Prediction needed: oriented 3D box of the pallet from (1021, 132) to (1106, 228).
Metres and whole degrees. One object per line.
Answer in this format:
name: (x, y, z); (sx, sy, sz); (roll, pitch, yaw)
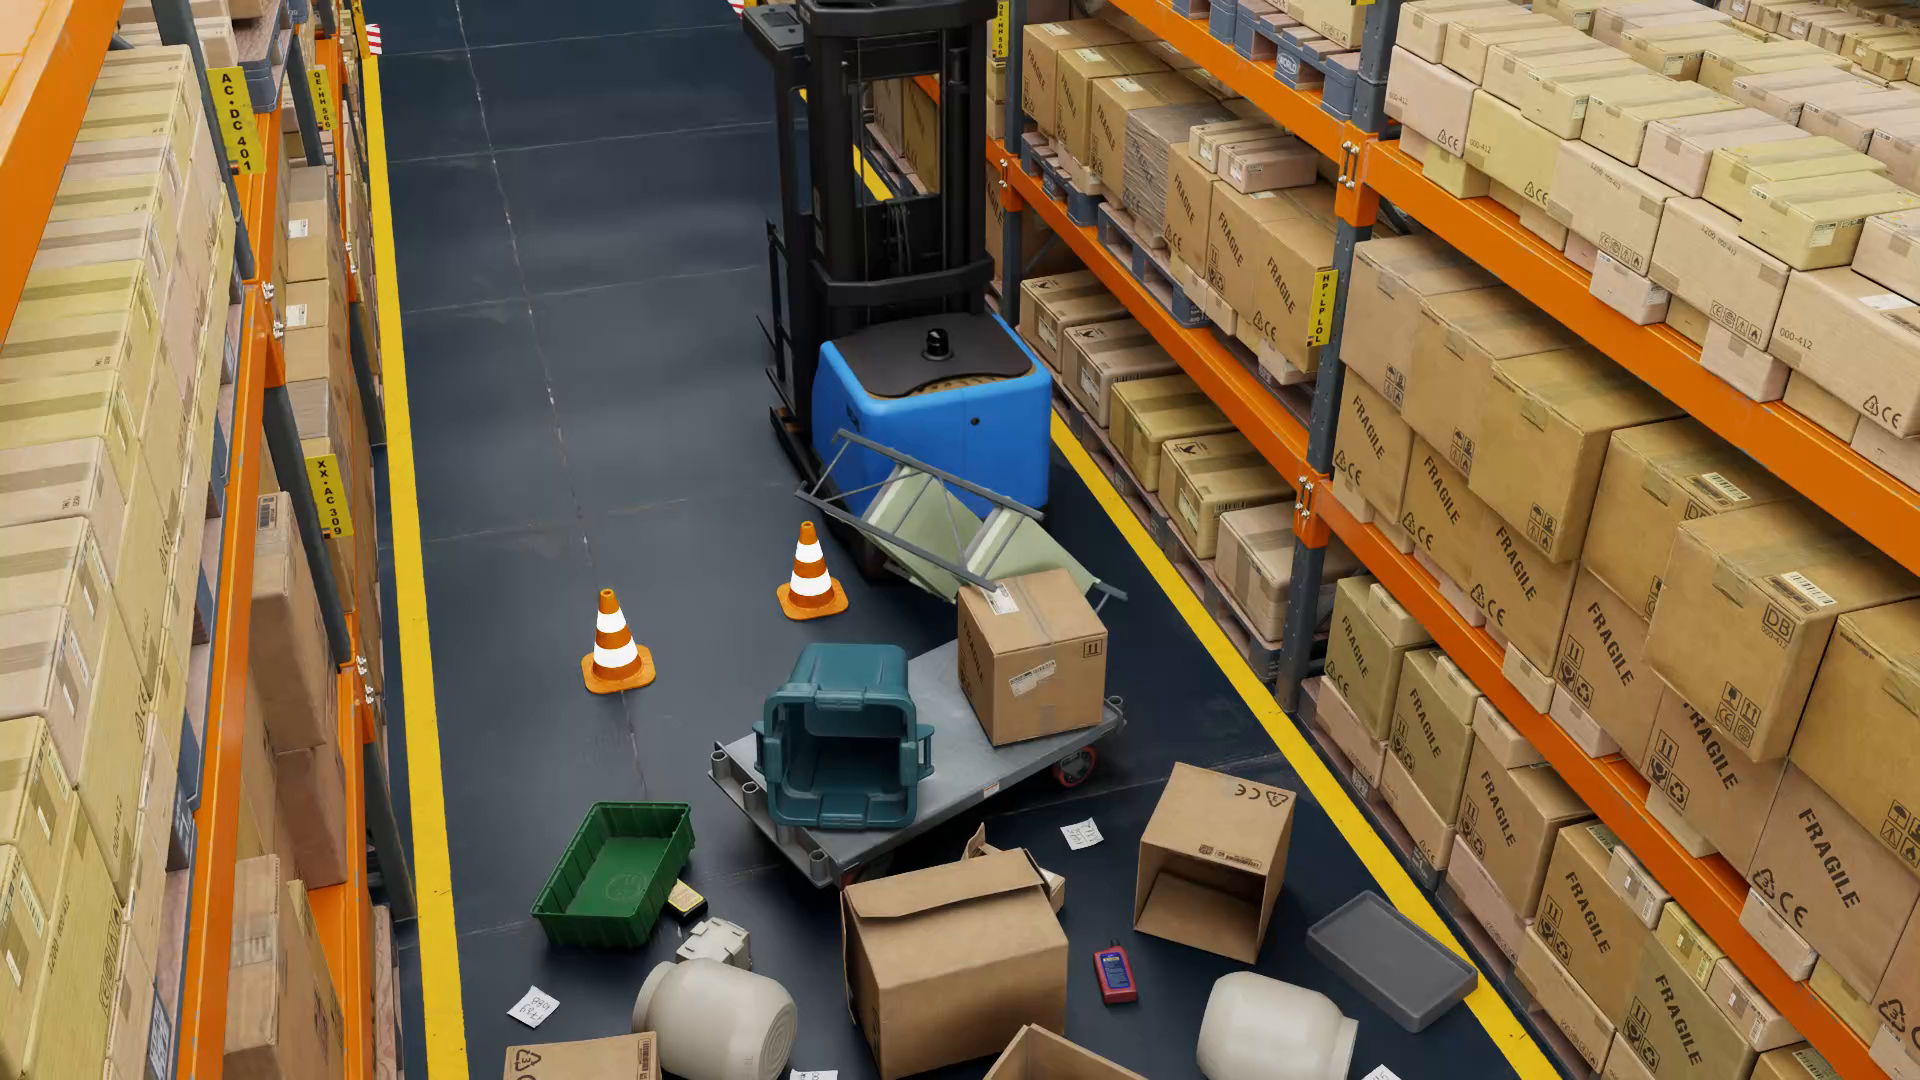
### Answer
pallet: (1.088, -2.208, 9.865); (1.213, 0.211, 1.003); (-10, 35, -15)

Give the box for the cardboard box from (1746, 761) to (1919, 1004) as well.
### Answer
cardboard box: (2.633, 0.888, 4.645); (0.500, 0.500, 0.500); (-10, 35, -15)

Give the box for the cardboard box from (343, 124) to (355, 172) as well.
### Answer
cardboard box: (-4.523, -2.684, 11.616); (0.500, 0.250, 0.500); (-8, 34, -12)

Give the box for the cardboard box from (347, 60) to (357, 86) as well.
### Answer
cardboard box: (-5.421, -4.020, 14.368); (0.380, 0.149, 0.250); (-10, 35, -14)

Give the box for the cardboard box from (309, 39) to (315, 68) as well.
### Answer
cardboard box: (-4.505, -3.210, 11.054); (0.380, 0.149, 0.250); (-12, 35, -17)

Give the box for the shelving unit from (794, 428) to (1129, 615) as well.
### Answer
shelving unit: (-0.017, 0.017, 7.809); (1.500, 0.755, 0.431); (25, 78, 46)

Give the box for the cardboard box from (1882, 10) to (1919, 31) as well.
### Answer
cardboard box: (6.135, -3.275, 10.626); (0.380, 0.149, 0.250); (-11, 35, -16)

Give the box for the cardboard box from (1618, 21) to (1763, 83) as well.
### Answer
cardboard box: (2.440, -1.619, 5.582); (0.380, 0.149, 0.250); (-9, 35, -14)

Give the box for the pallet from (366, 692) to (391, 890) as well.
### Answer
pallet: (-3.002, 1.112, 7.195); (1.003, 0.211, 1.213); (-10, 35, -15)

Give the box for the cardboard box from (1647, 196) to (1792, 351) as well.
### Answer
cardboard box: (2.325, -0.781, 4.676); (0.500, 0.250, 0.500); (-10, 35, -14)

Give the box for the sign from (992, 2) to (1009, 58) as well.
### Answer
sign: (0.241, -3.033, 9.888); (0.100, 0.325, 0.005); (-10, 35, -15)

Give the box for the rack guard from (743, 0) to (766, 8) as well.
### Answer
rack guard: (-1.679, -5.815, 17.415); (1.175, 0.500, 0.348); (-10, 35, -15)

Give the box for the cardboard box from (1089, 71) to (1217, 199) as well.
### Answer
cardboard box: (1.020, -2.160, 8.877); (0.500, 0.500, 0.500); (-9, 35, -14)

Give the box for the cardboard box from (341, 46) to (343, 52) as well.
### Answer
cardboard box: (-5.495, -4.134, 14.270); (0.380, 0.149, 0.250); (-10, 35, -14)

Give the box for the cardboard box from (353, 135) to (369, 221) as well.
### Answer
cardboard box: (-4.669, -2.645, 12.238); (0.500, 0.500, 0.500); (-11, 35, -16)

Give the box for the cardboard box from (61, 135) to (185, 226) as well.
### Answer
cardboard box: (-2.050, -0.821, 3.903); (0.380, 0.149, 0.250); (-9, 35, -14)

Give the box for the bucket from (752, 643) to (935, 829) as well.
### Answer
bucket: (-0.457, 0.756, 6.795); (0.726, 0.611, 0.620); (1, 23, 2)

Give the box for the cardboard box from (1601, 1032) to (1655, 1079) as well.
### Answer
cardboard box: (2.556, 1.875, 5.624); (0.500, 0.250, 0.500); (-10, 35, -15)

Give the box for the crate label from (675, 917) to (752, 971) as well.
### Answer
crate label: (-0.965, 1.617, 6.498); (0.250, 0.136, 0.298); (19, 38, 26)

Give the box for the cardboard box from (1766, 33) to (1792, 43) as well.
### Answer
cardboard box: (5.549, -3.090, 10.708); (0.500, 0.250, 0.500); (-9, 34, -13)

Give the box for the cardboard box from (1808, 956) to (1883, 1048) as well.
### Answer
cardboard box: (2.650, 1.248, 4.689); (0.380, 0.149, 0.250); (-11, 35, -16)

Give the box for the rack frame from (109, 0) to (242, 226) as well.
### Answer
rack frame: (-2.694, -2.162, 4.179); (1.000, 3.000, 0.127); (-10, 35, -15)

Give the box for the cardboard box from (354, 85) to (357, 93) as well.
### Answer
cardboard box: (-5.533, -4.035, 14.660); (0.380, 0.149, 0.250); (-9, 35, -14)

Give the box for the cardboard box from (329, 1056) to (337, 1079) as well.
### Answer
cardboard box: (-1.870, 1.591, 3.805); (0.875, 0.550, 0.550); (-10, 35, -15)

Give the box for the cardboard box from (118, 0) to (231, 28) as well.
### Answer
cardboard box: (-3.063, -2.089, 6.440); (0.396, 0.266, 0.258); (-10, 35, -15)

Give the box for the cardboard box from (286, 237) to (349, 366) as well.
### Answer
cardboard box: (-3.218, -1.085, 7.900); (0.500, 0.500, 0.500); (-11, 35, -16)

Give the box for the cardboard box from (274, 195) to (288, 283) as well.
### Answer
cardboard box: (-3.473, -1.446, 7.540); (0.700, 0.500, 0.500); (-11, 35, -15)

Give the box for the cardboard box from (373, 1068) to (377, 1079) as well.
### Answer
cardboard box: (-2.291, 1.867, 5.070); (0.875, 0.875, 0.875); (-10, 35, -14)

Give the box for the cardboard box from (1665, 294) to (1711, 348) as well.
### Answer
cardboard box: (2.321, -0.675, 4.877); (0.380, 0.149, 0.250); (-10, 35, -14)

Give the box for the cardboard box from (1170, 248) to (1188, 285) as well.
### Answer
cardboard box: (1.272, -1.377, 8.279); (0.380, 0.149, 0.250); (-10, 35, -15)

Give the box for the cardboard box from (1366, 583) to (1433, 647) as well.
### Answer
cardboard box: (1.893, 0.275, 6.777); (0.380, 0.149, 0.250); (-10, 35, -14)

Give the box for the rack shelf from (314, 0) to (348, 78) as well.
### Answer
rack shelf: (-5.745, -4.609, 13.976); (1.077, 0.370, 4.000); (-10, 35, -15)

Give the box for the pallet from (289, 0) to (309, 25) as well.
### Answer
pallet: (-3.668, -2.603, 7.738); (1.213, 0.211, 1.003); (-8, 34, -13)

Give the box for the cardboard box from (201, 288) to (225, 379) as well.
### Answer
cardboard box: (-2.044, -0.483, 4.115); (0.380, 0.149, 0.250); (-10, 35, -15)

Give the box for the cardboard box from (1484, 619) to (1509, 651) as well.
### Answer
cardboard box: (2.169, 0.308, 6.110); (0.380, 0.149, 0.250); (-10, 35, -15)

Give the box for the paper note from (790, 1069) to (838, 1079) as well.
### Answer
paper note: (-0.537, 1.988, 6.040); (0.172, 0.023, 0.155); (1, 33, 2)

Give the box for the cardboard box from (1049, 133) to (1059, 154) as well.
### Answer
cardboard box: (0.745, -2.359, 9.766); (0.380, 0.149, 0.250); (-12, 35, -18)

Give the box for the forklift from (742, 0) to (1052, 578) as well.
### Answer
forklift: (-0.500, -1.830, 9.180); (1.130, 2.935, 3.031); (-11, 35, -17)

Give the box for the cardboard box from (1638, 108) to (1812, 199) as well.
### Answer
cardboard box: (2.224, -1.129, 4.841); (0.380, 0.149, 0.250); (-11, 35, -15)

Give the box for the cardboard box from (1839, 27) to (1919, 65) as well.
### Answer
cardboard box: (5.694, -3.044, 10.276); (0.380, 0.149, 0.250); (-10, 35, -14)

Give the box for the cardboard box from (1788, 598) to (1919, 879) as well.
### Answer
cardboard box: (2.698, 0.474, 4.364); (0.700, 0.500, 0.500); (-10, 35, -14)

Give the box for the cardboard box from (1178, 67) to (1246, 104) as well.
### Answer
cardboard box: (1.495, -2.259, 9.026); (0.500, 0.500, 0.500); (-12, 35, -18)

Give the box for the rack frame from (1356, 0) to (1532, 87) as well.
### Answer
rack frame: (1.989, -3.047, 5.519); (1.000, 3.000, 0.127); (-10, 35, -15)

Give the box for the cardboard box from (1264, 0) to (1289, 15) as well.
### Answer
cardboard box: (1.523, -2.457, 7.102); (0.500, 0.250, 0.500); (-10, 35, -14)

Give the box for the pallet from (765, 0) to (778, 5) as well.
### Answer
pallet: (-1.353, -5.275, 16.861); (1.003, 0.211, 1.213); (-10, 35, -15)

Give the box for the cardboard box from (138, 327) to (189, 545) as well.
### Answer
cardboard box: (-1.840, -0.180, 3.295); (0.500, 0.250, 0.500); (-10, 35, -15)

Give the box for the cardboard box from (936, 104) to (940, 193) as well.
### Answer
cardboard box: (0.369, -2.779, 12.100); (0.875, 0.875, 0.875); (-10, 35, -14)

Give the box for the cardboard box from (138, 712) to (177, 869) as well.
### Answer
cardboard box: (-1.506, 0.445, 2.710); (0.380, 0.149, 0.250); (-10, 35, -14)

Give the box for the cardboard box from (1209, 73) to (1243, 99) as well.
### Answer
cardboard box: (1.536, -2.445, 8.719); (0.380, 0.149, 0.250); (-12, 35, -17)

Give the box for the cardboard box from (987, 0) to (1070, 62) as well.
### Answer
cardboard box: (0.362, -3.331, 10.392); (0.500, 0.500, 0.500); (-11, 35, -16)

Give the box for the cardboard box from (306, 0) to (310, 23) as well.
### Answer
cardboard box: (-4.671, -3.609, 11.388); (0.380, 0.149, 0.250); (-9, 34, -13)

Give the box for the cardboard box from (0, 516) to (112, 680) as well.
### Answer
cardboard box: (-1.503, 0.117, 2.483); (0.380, 0.149, 0.250); (-10, 35, -14)
